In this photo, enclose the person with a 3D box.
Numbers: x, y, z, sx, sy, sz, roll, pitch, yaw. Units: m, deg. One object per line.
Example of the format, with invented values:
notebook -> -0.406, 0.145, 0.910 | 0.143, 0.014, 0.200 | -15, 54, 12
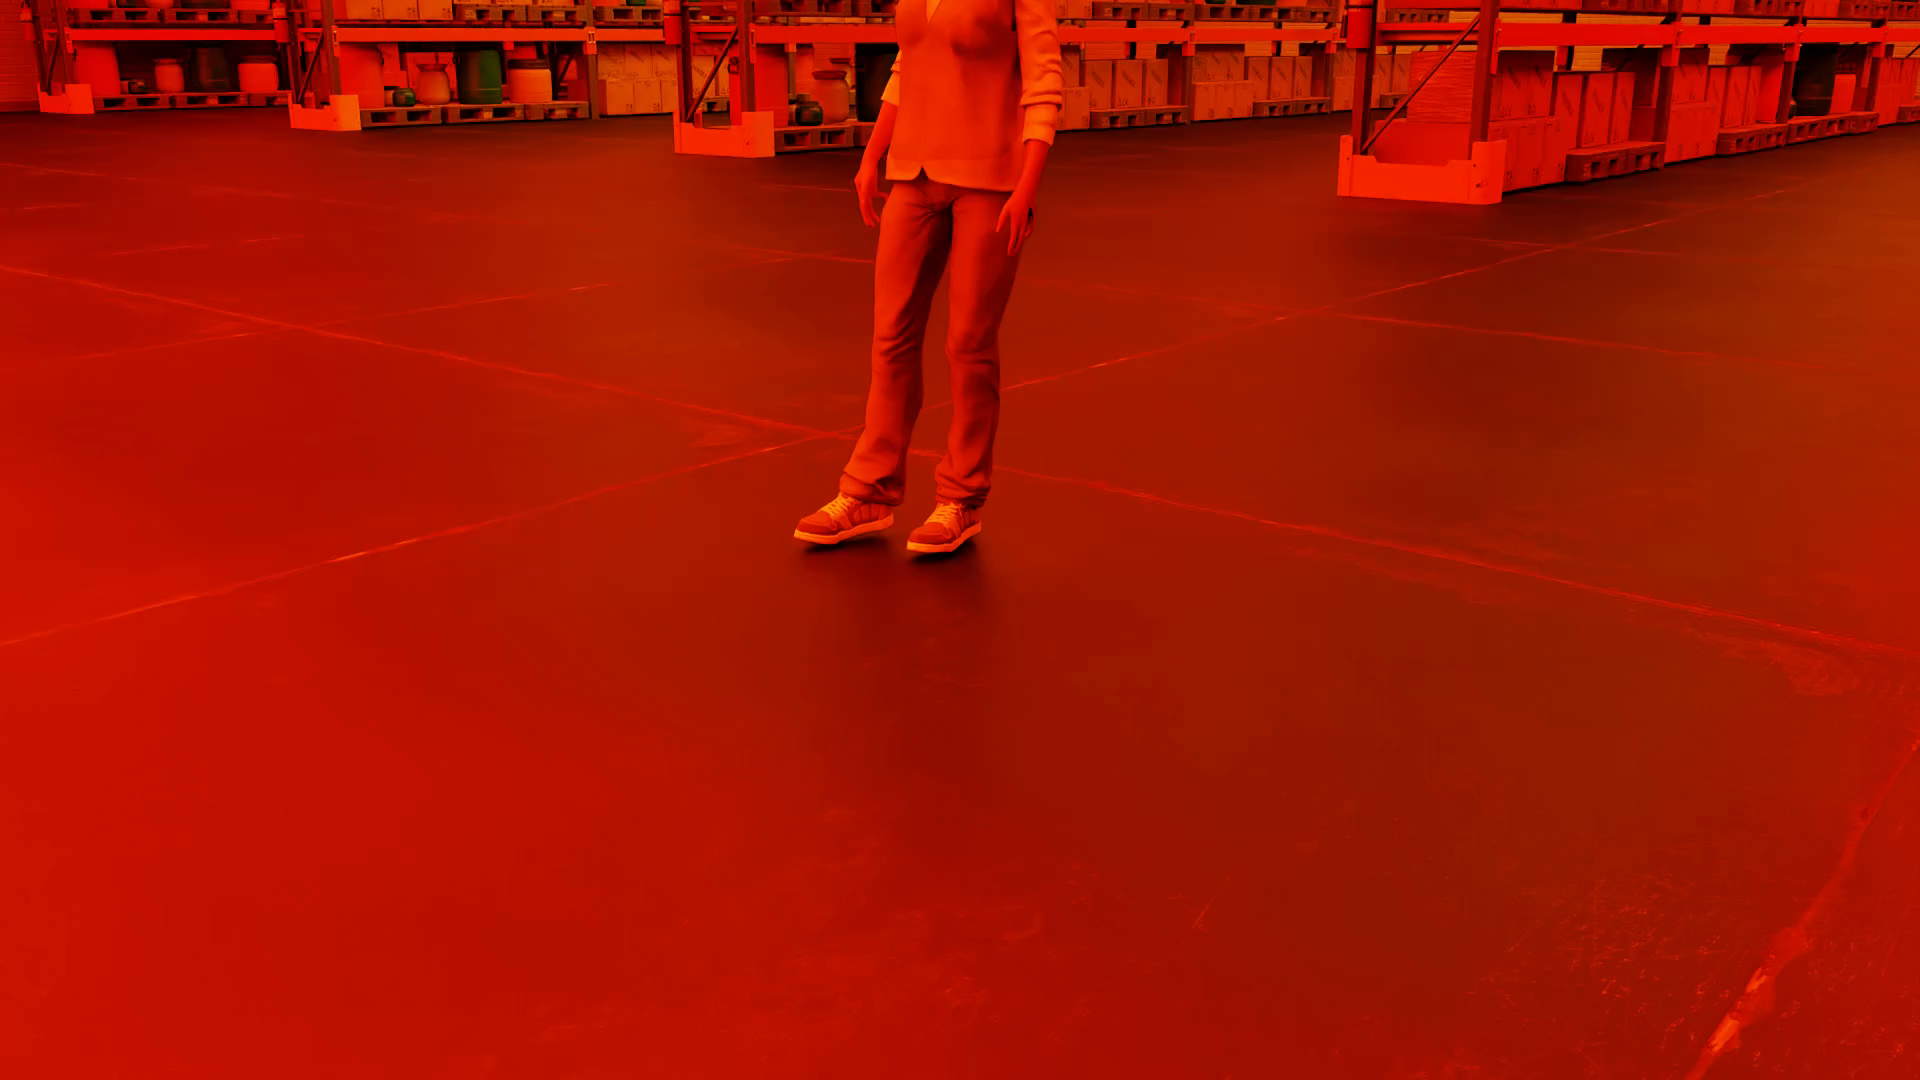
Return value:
person -> -0.059, -0.757, 3.661 | 0.520, 1.599, 0.473 | 13, 21, 37
